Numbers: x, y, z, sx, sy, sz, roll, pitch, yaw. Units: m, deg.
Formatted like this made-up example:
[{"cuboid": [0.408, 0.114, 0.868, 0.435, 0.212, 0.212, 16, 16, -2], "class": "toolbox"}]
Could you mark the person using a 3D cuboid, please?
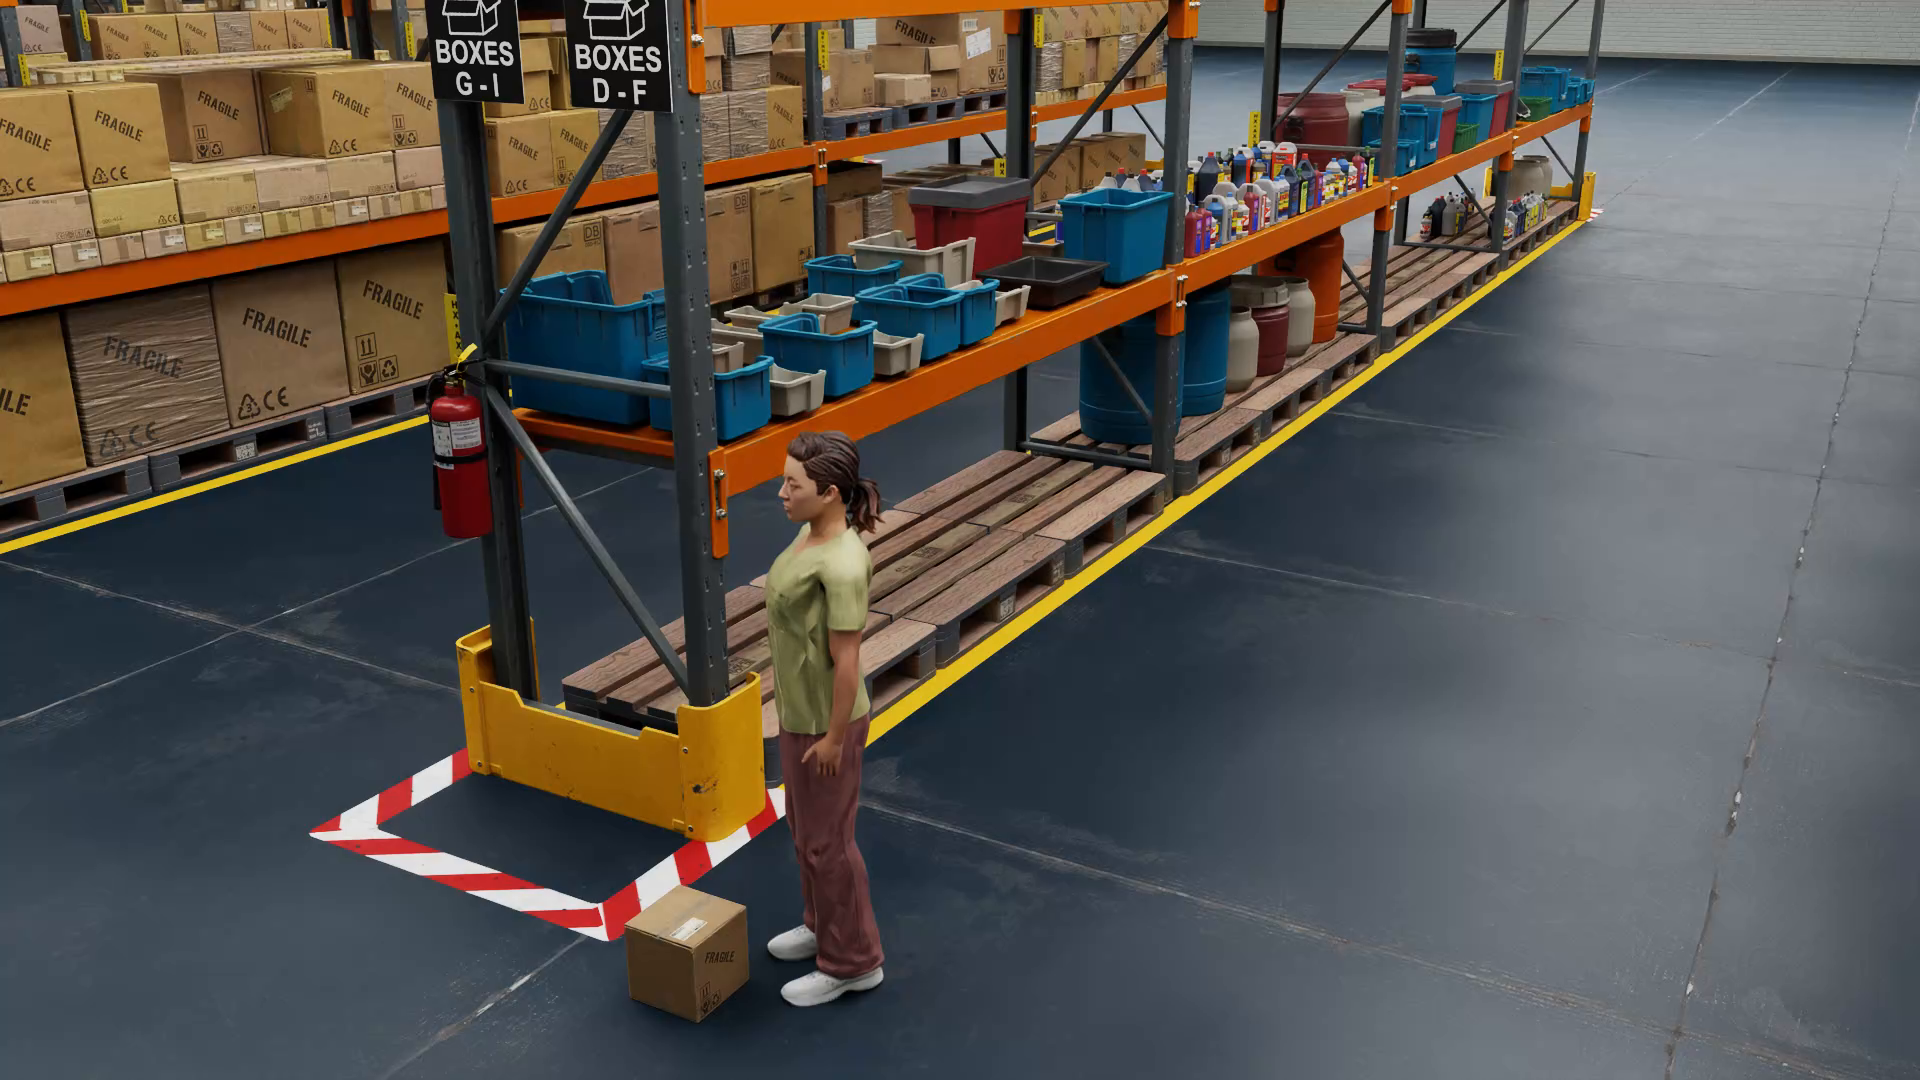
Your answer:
[{"cuboid": [-0.376, 0.499, 4.680, 0.362, 1.675, 0.440, -5, 20, -13], "class": "person"}]
